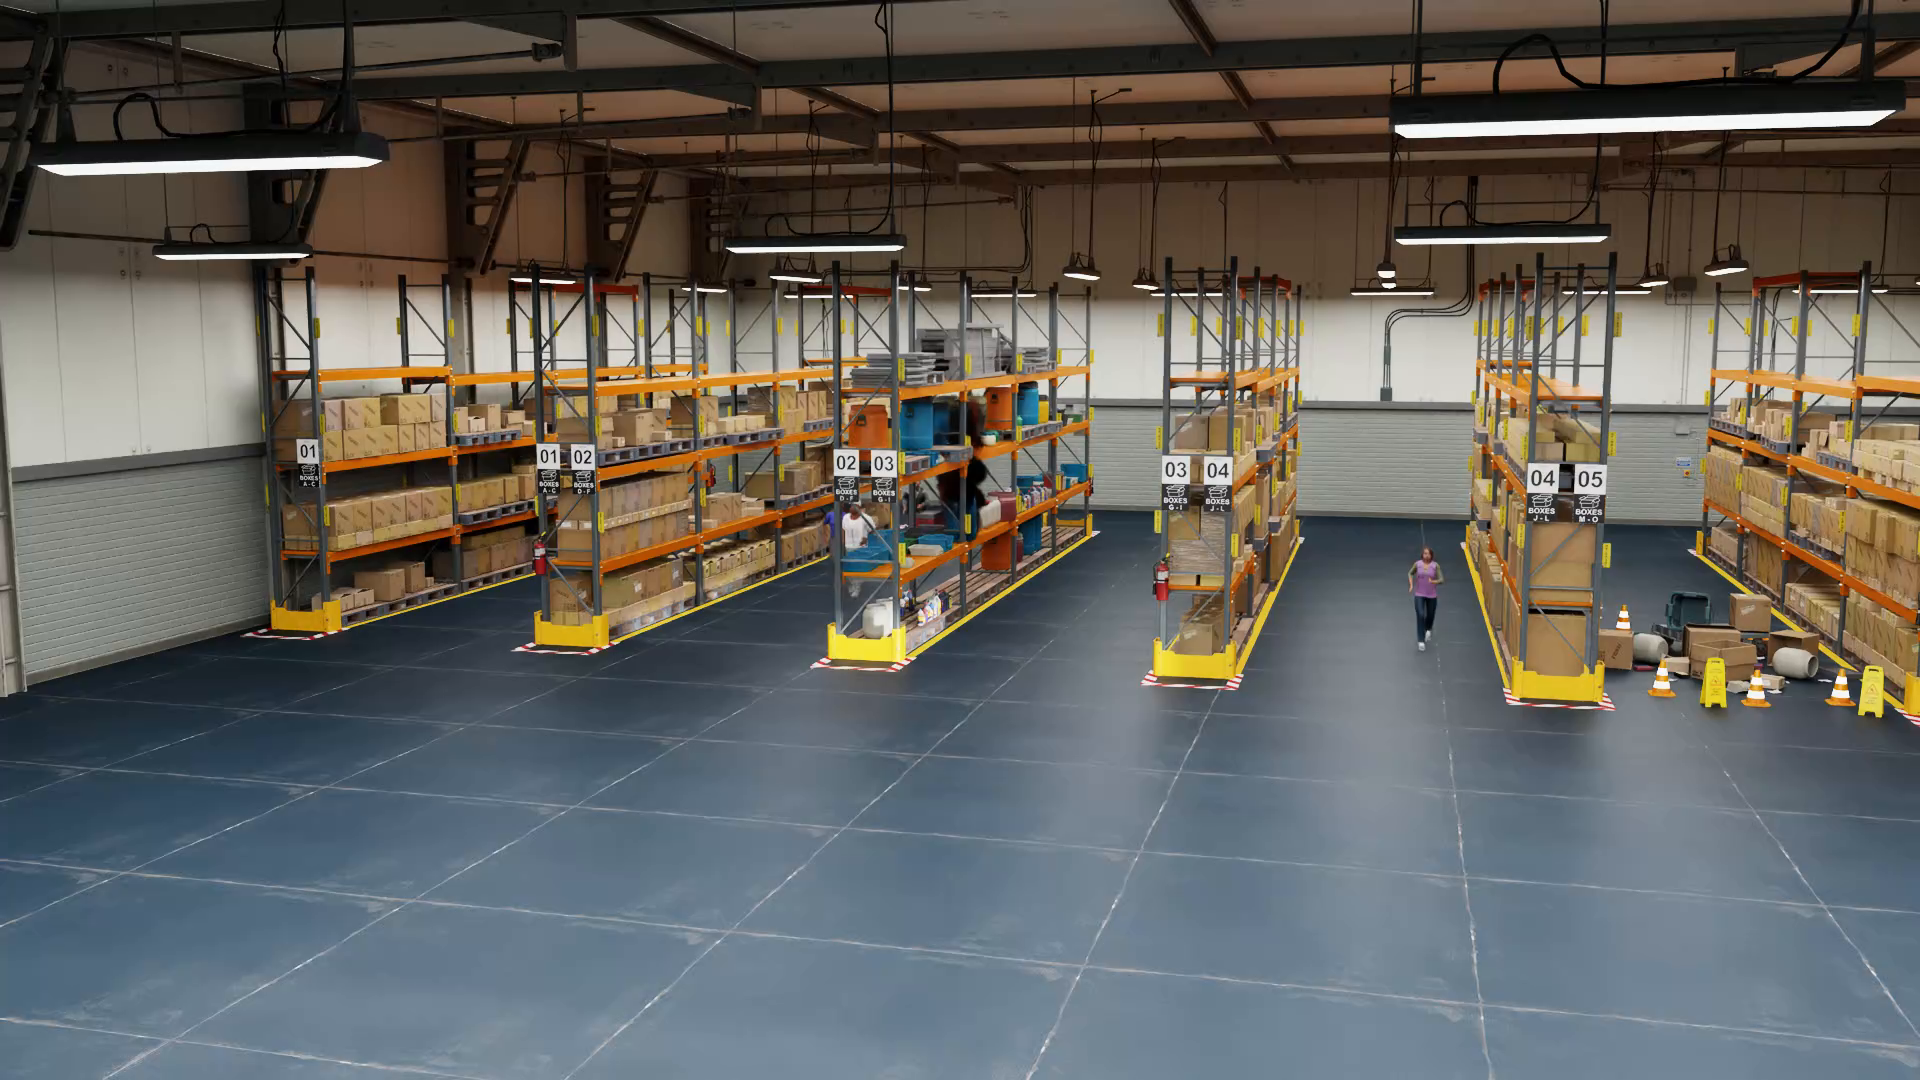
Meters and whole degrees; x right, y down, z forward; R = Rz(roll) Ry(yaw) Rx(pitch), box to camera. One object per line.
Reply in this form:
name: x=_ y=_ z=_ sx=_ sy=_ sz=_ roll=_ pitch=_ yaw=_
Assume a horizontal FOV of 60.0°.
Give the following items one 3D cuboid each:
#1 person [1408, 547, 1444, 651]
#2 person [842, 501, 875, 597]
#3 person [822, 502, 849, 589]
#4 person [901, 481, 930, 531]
person: x=7.299 y=0.889 z=26.089 sx=0.537 sy=1.585 sz=0.894 roll=2 pitch=7 yaw=12
person: x=-1.826 y=0.140 z=29.311 sx=0.688 sy=1.741 sz=0.572 roll=2 pitch=7 yaw=15
person: x=-2.224 y=0.071 z=30.282 sx=0.552 sy=1.670 sz=0.629 roll=-1 pitch=7 yaw=-5
person: x=-1.009 y=-0.571 z=37.332 sx=0.638 sy=1.680 sz=0.591 roll=0 pitch=7 yaw=0
